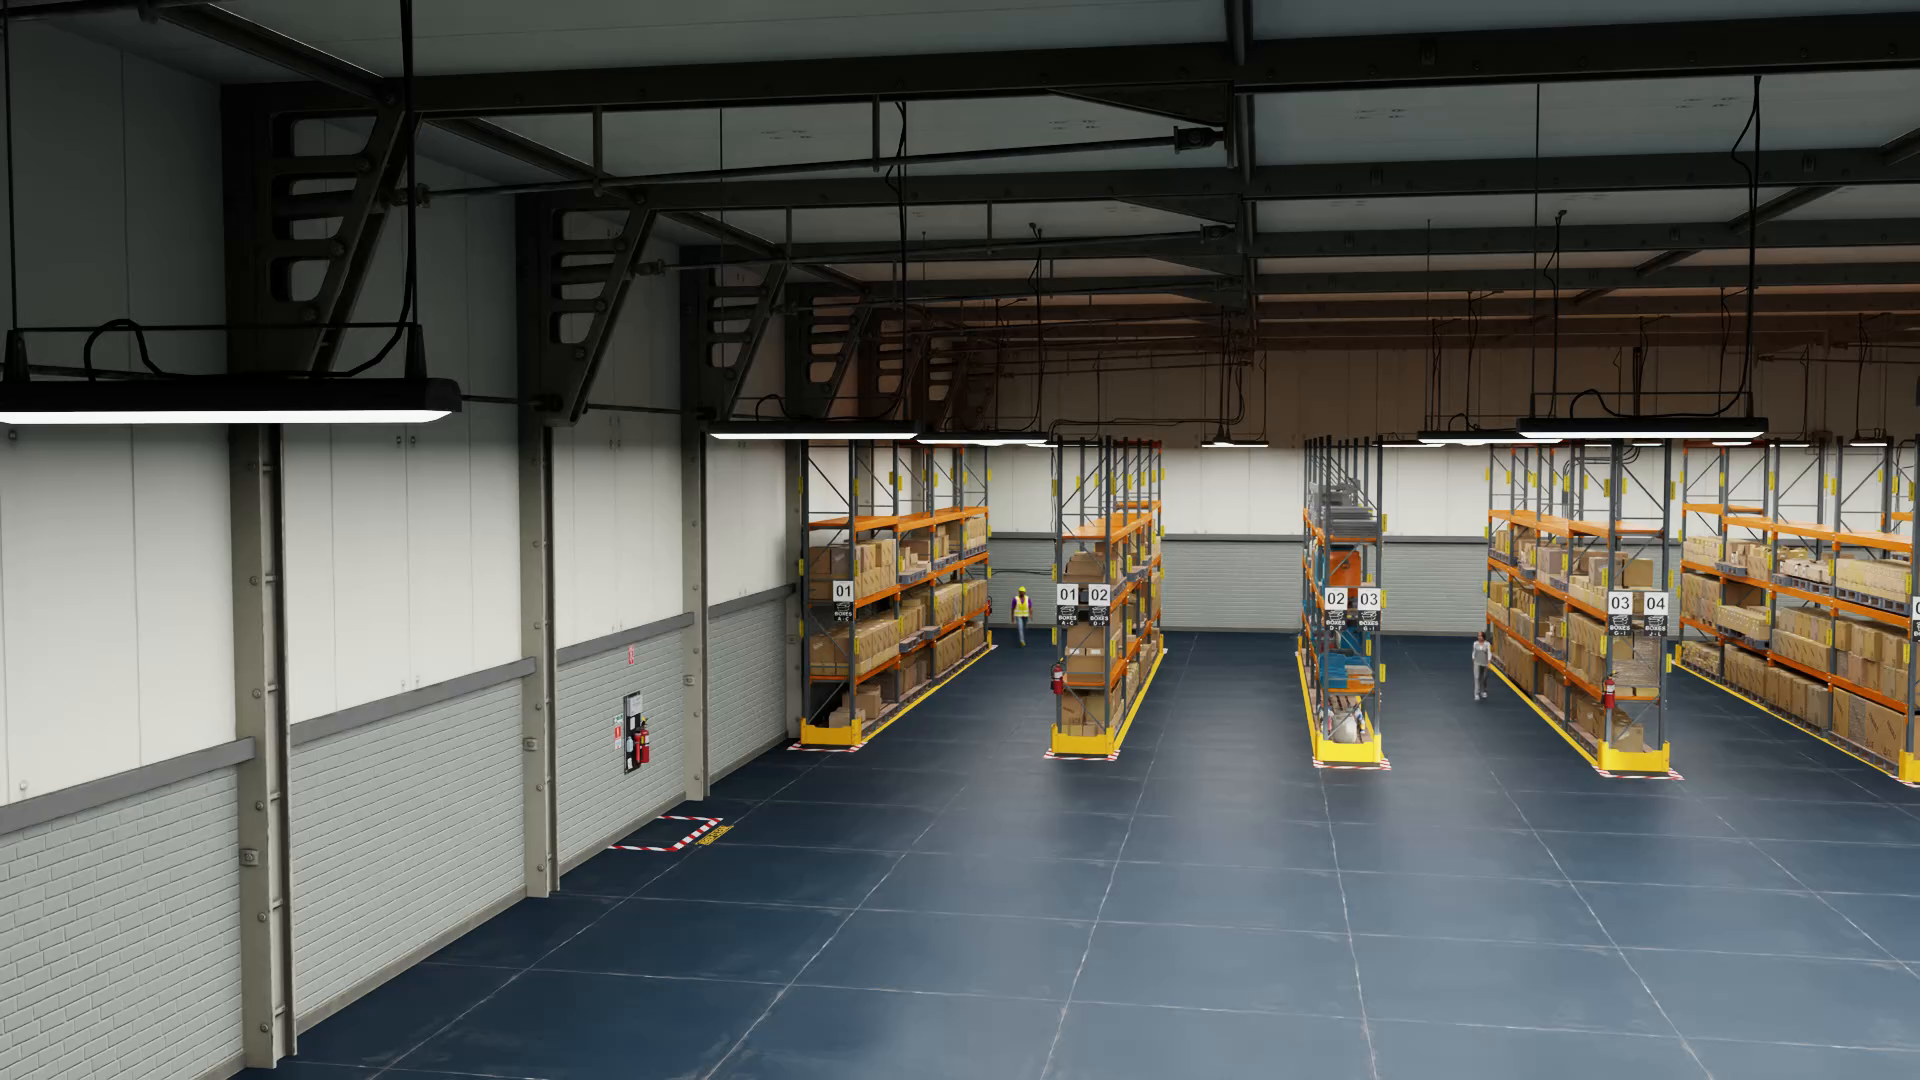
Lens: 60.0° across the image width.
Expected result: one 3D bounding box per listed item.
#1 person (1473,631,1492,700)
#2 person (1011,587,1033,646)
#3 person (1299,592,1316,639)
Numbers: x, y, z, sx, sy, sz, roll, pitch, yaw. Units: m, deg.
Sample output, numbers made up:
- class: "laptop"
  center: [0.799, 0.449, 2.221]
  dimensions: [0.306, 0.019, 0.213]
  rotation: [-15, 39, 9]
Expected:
- class: "person"
  center: [11.944, 2.865, 38.072]
  dimensions: [0.432, 1.552, 0.903]
  rotation: [1, 3, 21]
- class: "person"
  center: [1.817, 2.226, 48.585]
  dimensions: [0.577, 1.709, 1.122]
  rotation: [-1, 3, -17]
- class: "person"
  center: [10.567, 2.283, 49.809]
  dimensions: [0.963, 1.474, 0.400]
  rotation: [2, 4, 34]
